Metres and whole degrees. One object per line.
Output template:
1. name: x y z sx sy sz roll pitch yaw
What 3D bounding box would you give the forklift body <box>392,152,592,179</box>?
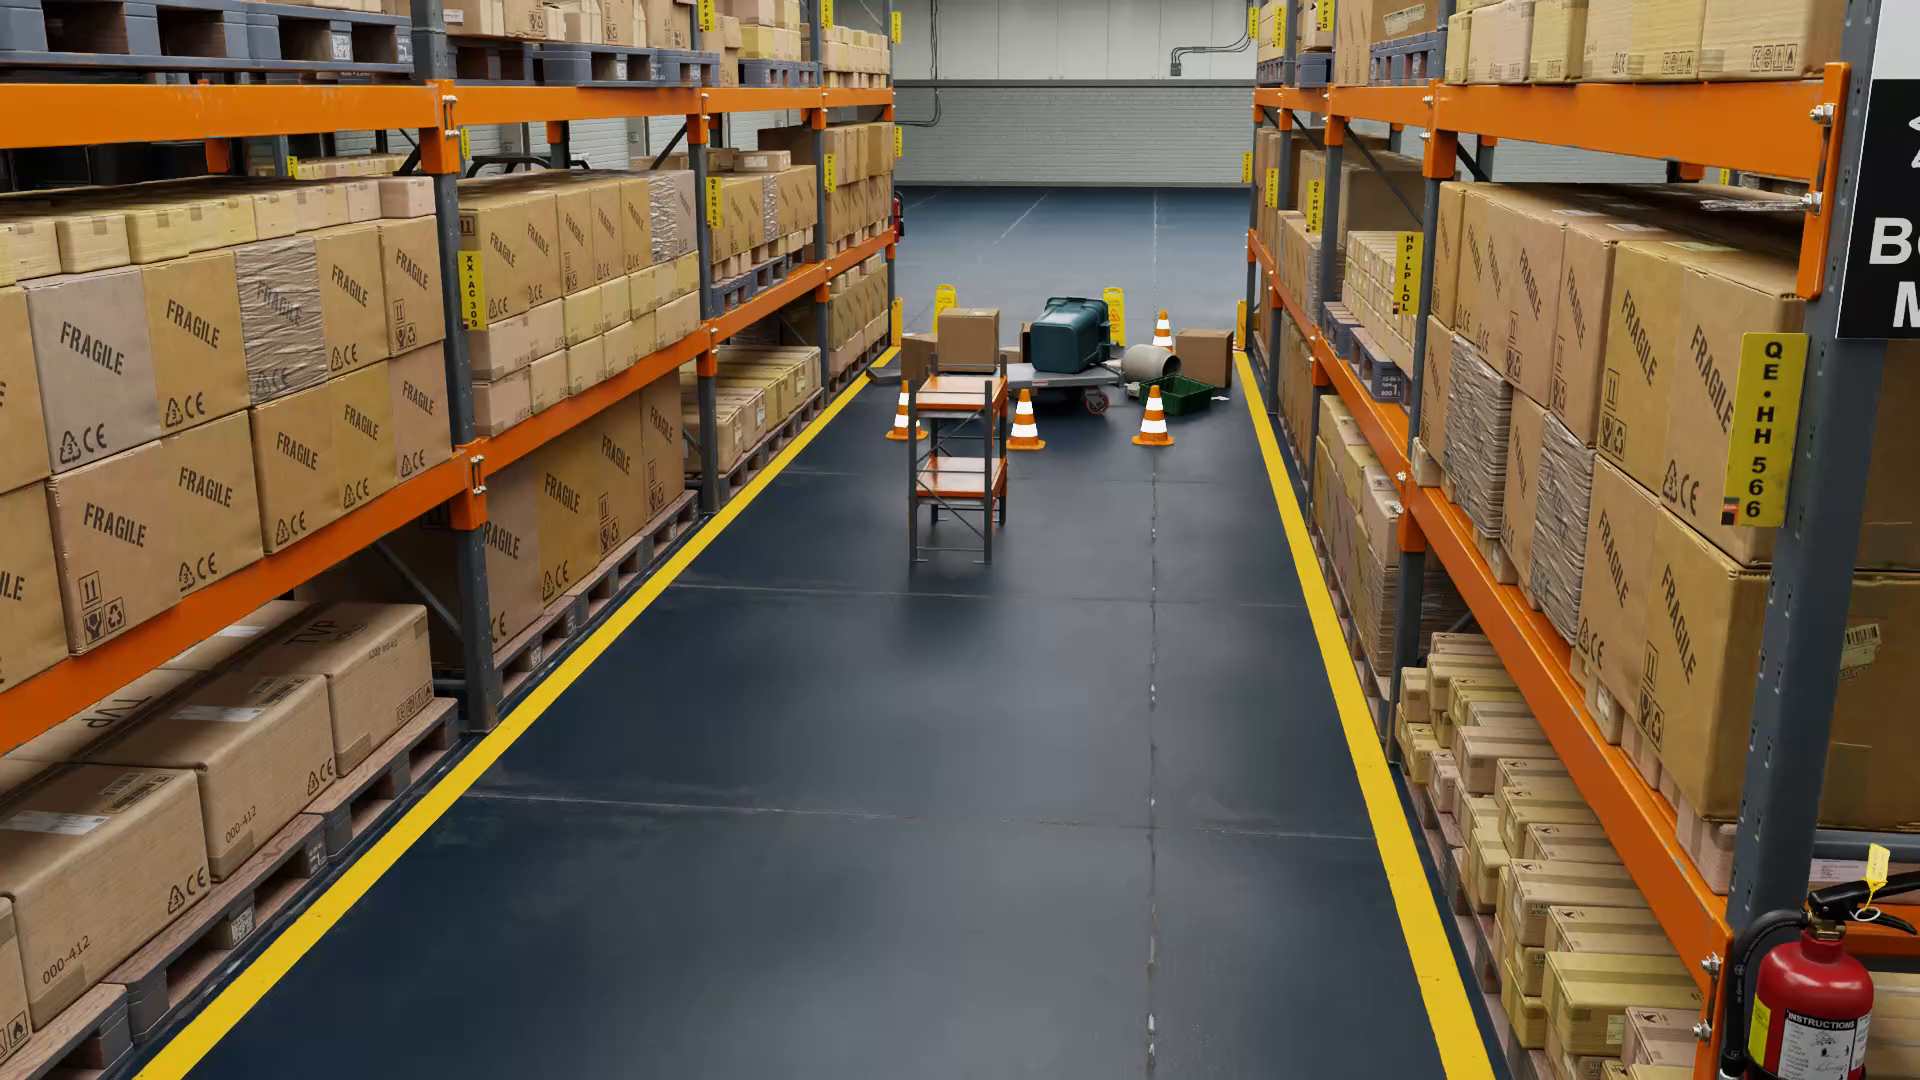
1. forklift body: -4.576 -2.907 17.292 2.313 2.155 1.214 2 15 6

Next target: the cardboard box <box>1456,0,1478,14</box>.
1. cardboard box: 2.041 -1.984 5.837 0.500 0.250 0.500 2 15 8

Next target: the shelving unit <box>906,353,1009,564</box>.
1. shelving unit: -0.001 -0.541 10.509 0.538 1.125 1.048 2 15 6

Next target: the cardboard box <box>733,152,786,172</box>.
1. cardboard box: -1.594 -3.010 13.238 0.380 0.149 0.250 1 15 4

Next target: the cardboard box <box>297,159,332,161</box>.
1. cardboard box: -6.654 -3.817 17.029 0.380 0.149 0.250 2 15 8

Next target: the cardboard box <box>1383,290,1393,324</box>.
1. cardboard box: 2.327 -1.161 8.316 0.380 0.149 0.250 2 15 7

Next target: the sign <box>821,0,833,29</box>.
1. sign: -1.142 -4.552 14.257 0.100 0.325 0.005 2 15 6

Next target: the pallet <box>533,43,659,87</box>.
1. pallet: -2.288 -2.540 8.925 1.003 0.211 1.213 2 15 9

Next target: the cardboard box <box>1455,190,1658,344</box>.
1. cardboard box: 1.997 -0.915 5.622 0.500 0.500 0.500 1 15 5

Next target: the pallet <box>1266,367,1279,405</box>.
1. pallet: 3.400 -1.409 15.467 1.003 0.211 1.213 2 15 6

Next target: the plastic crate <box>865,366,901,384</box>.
1. plastic crate: -0.702 -1.653 16.623 0.402 0.080 0.583 -4 16 -13

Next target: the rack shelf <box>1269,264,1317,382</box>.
1. rack shelf: 3.011 -1.694 12.558 1.077 0.370 4.000 2 15 6

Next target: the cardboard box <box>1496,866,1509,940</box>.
1. cardboard box: 1.808 1.102 4.929 0.380 0.149 0.250 2 15 9

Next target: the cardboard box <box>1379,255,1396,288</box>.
1. cardboard box: 2.362 -1.371 8.524 0.380 0.149 0.250 1 15 5

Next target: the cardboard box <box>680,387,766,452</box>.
1. cardboard box: -1.996 -0.914 12.526 0.950 0.372 0.625 1 15 5

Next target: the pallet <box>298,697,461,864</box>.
1. pallet: -2.760 0.936 6.795 1.003 0.211 1.213 2 15 6

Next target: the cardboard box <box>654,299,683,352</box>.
1. cardboard box: -1.986 -1.298 10.003 0.500 0.250 0.500 2 15 7

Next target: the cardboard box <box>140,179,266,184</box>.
1. cardboard box: -2.903 -1.308 6.401 0.380 0.149 0.250 2 15 7

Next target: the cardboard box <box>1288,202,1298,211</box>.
1. cardboard box: 3.266 -2.728 14.718 0.875 0.550 0.550 2 15 6

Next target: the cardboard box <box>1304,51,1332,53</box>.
1. cardboard box: 2.820 -3.782 12.640 0.380 0.149 0.250 2 15 6

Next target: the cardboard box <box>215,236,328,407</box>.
1. cardboard box: -2.488 -0.741 5.550 0.500 0.500 0.500 2 15 7

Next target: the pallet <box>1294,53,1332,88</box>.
1. pallet: 2.805 -3.048 10.802 1.213 0.211 1.003 2 15 9

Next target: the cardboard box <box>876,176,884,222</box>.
1. cardboard box: -1.091 -3.630 17.579 0.500 0.500 0.500 2 15 6

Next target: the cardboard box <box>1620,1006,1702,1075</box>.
1. cardboard box: 1.776 1.230 3.882 0.380 0.149 0.250 2 15 7

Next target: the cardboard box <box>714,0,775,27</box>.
1. cardboard box: -1.726 -4.080 12.782 0.500 0.250 0.500 2 15 7

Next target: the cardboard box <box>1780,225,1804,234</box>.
1. cardboard box: 2.328 -0.496 4.073 0.500 0.500 0.500 1 15 5

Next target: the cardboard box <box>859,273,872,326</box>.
1. cardboard box: -1.193 -2.473 17.087 0.500 0.500 0.500 1 15 5

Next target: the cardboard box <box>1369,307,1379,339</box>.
1. cardboard box: 2.386 -1.150 8.845 0.380 0.149 0.250 2 15 7

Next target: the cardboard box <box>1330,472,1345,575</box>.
1. cardboard box: 2.345 -0.079 9.191 0.500 0.500 0.500 1 15 5

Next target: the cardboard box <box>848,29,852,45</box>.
1. cardboard box: -1.241 -4.803 15.884 0.380 0.149 0.250 1 15 5

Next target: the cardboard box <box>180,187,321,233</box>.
1. cardboard box: -2.501 -1.164 5.869 0.380 0.149 0.250 2 15 6

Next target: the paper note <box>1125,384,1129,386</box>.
1. paper note: 1.571 -1.529 16.273 0.172 0.023 0.155 7 17 25

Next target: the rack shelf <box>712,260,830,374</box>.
1. rack shelf: -1.919 -1.814 13.000 1.077 0.370 4.000 2 15 6

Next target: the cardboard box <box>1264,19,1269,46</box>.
1. cardboard box: 3.266 -4.987 16.335 0.500 0.250 0.500 2 15 6

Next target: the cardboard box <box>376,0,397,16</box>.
1. cardboard box: -2.705 -2.447 7.585 0.500 0.311 0.500 2 15 6

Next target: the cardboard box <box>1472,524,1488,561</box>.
1. cardboard box: 1.913 -0.026 5.494 0.380 0.149 0.250 2 15 7

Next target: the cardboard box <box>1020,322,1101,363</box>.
1. cardboard box: 0.978 -1.804 16.111 0.797 0.637 0.503 2 15 6

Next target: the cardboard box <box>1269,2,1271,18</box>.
1. cardboard box: 3.161 -5.087 15.938 0.380 0.149 0.250 2 15 7

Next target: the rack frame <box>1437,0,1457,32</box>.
1. rack frame: 2.334 -3.381 5.926 1.000 3.000 0.127 2 15 6

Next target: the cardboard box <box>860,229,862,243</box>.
1. cardboard box: -1.185 -3.028 16.596 0.380 0.149 0.250 2 15 6

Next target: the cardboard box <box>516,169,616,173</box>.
1. cardboard box: -2.443 -2.052 10.398 0.500 0.500 0.500 1 15 4

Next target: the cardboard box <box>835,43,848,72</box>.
1. cardboard box: -1.323 -4.439 15.302 0.500 0.250 0.500 2 15 6

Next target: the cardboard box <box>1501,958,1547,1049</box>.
1. cardboard box: 1.760 1.315 4.709 0.380 0.149 0.250 1 15 4

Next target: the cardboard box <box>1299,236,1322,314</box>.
1. cardboard box: 2.627 -1.825 11.472 0.500 0.500 0.500 2 15 6

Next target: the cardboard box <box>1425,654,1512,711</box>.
1. cardboard box: 1.999 0.554 6.383 0.380 0.149 0.250 2 15 9

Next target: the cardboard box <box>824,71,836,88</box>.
1. cardboard box: -1.327 -4.146 14.983 0.380 0.149 0.250 2 15 6

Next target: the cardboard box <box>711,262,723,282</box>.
1. cardboard box: -1.858 -1.875 11.525 0.380 0.149 0.250 1 15 3

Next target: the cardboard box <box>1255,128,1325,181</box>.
1. cardboard box: 3.607 -4.096 17.707 0.875 0.550 0.550 2 15 6

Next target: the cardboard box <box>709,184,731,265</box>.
1. cardboard box: -1.864 -2.147 11.288 0.500 0.500 0.500 1 15 5

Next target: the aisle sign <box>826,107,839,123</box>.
1. aisle sign: -1.543 -4.997 18.415 0.394 0.787 0.004 2 15 6

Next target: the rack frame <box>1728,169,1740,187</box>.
1. rack frame: 8.605 -3.425 17.582 1.000 3.000 0.127 2 15 6

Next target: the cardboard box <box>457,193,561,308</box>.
1. cardboard box: -2.231 -1.374 7.890 0.500 0.500 0.500 2 15 6

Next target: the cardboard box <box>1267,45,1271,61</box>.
1. cardboard box: 3.160 -4.702 16.044 0.380 0.149 0.250 2 15 7

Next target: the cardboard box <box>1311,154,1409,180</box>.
1. cardboard box: 3.073 -2.697 12.784 0.700 0.500 0.500 2 15 7

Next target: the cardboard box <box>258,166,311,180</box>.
1. cardboard box: -6.295 -3.404 15.499 0.380 0.149 0.250 2 15 7

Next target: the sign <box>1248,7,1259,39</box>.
1. sign: 3.137 -5.523 17.769 0.100 0.325 0.005 2 15 6

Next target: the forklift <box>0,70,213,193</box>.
1. forklift: -4.793 -1.263 9.717 1.130 2.935 3.031 2 15 6

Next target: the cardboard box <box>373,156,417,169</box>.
1. cardboard box: -6.107 -4.072 17.971 0.380 0.149 0.250 2 15 7
